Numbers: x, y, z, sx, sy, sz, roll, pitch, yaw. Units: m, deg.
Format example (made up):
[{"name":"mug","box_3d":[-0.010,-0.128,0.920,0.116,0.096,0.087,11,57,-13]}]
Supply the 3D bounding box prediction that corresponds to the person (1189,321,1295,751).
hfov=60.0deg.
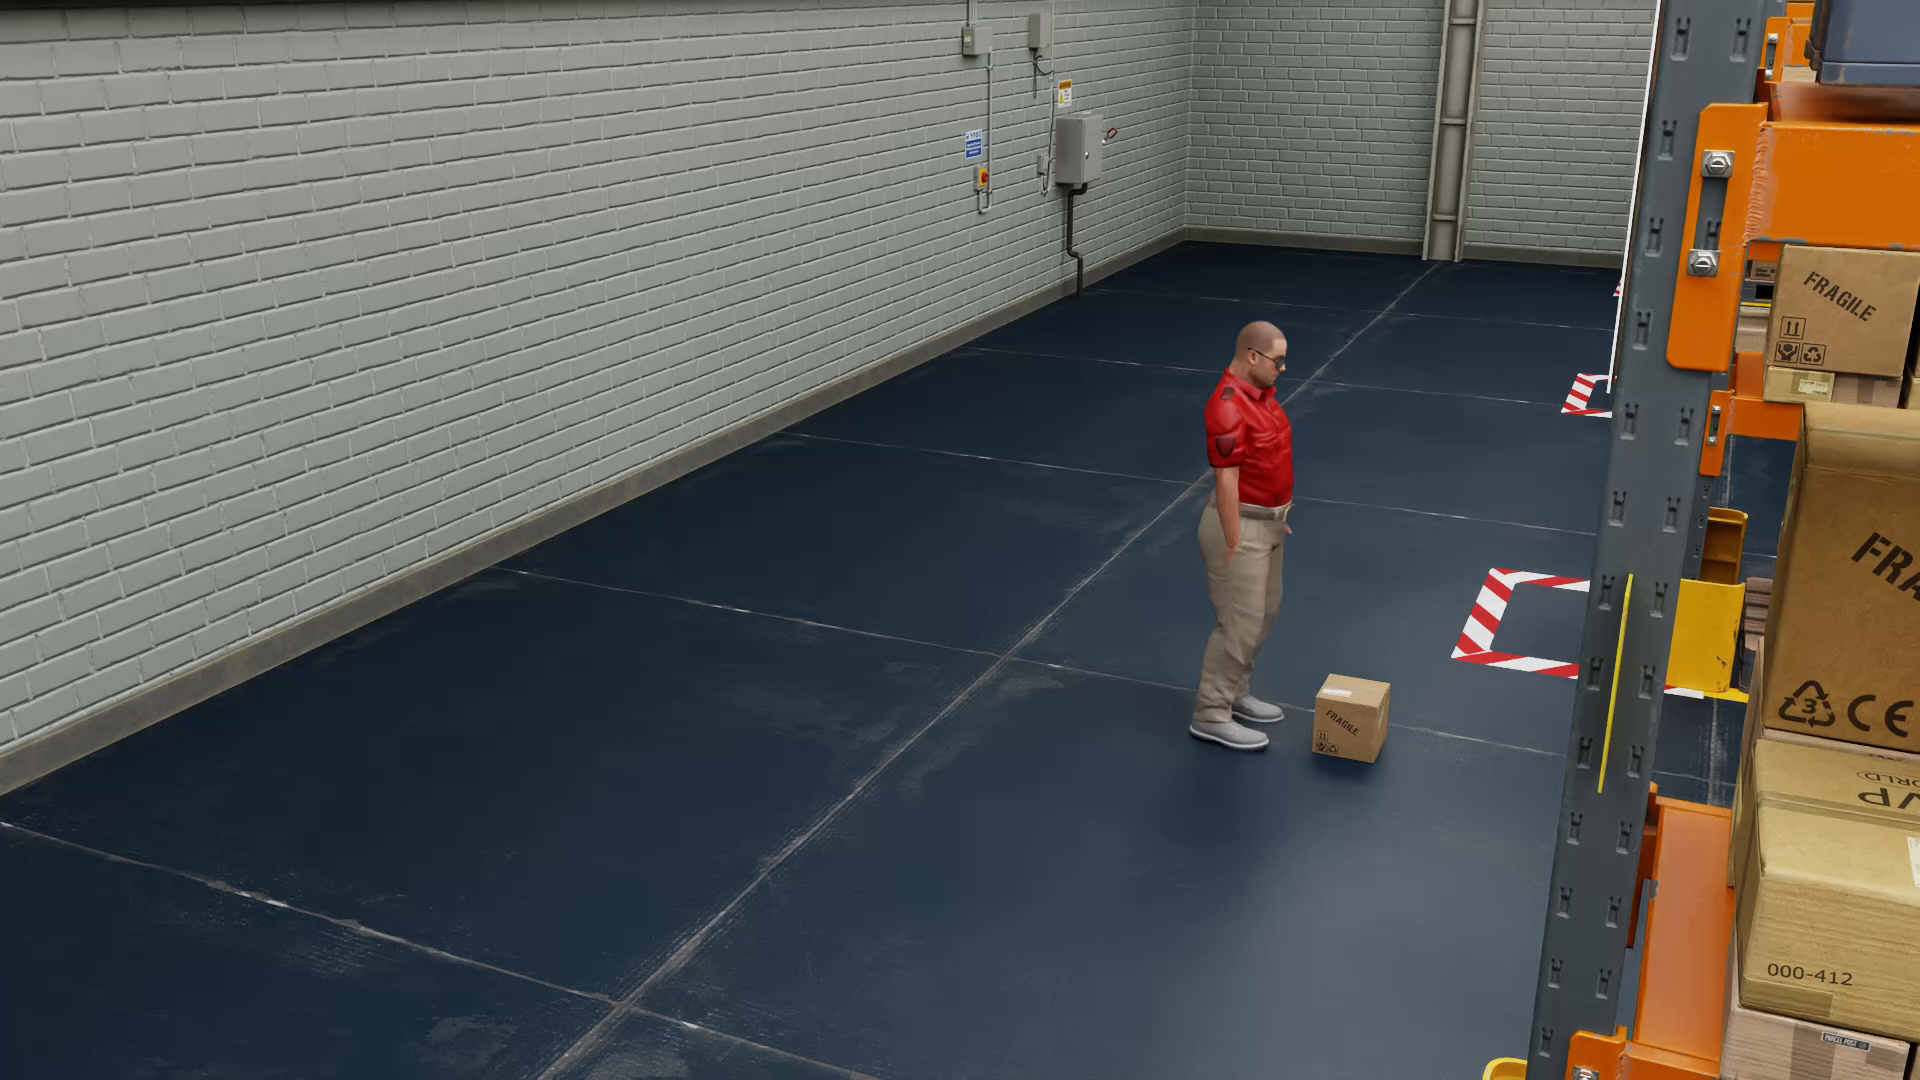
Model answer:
[{"name":"person","box_3d":[1.166,-0.032,6.713,0.358,1.723,0.531,9,21,24]}]
